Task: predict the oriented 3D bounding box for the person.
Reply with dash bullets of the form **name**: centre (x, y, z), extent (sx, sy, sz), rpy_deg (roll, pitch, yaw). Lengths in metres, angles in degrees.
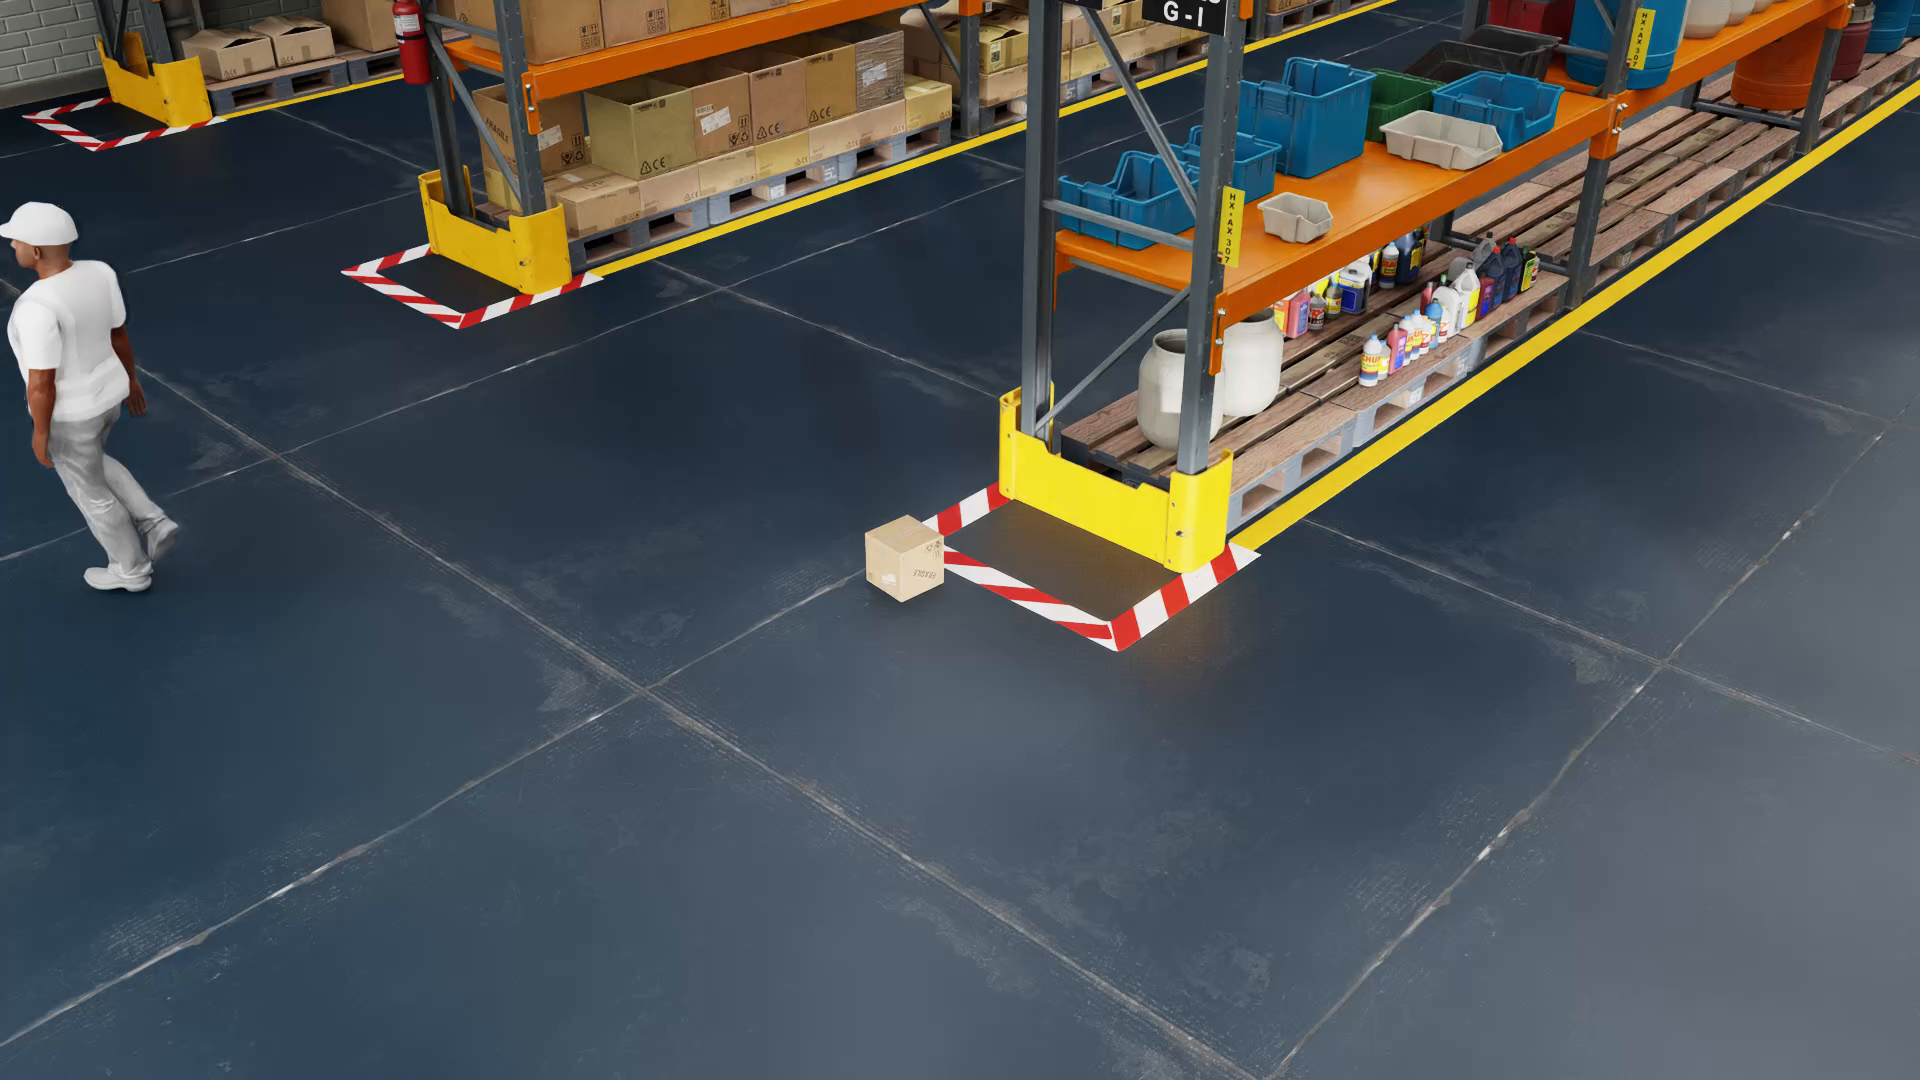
- **person**: centre (-3.738, -0.583, 7.025), extent (0.481, 1.754, 0.597), rpy_deg (5, 31, 8)
